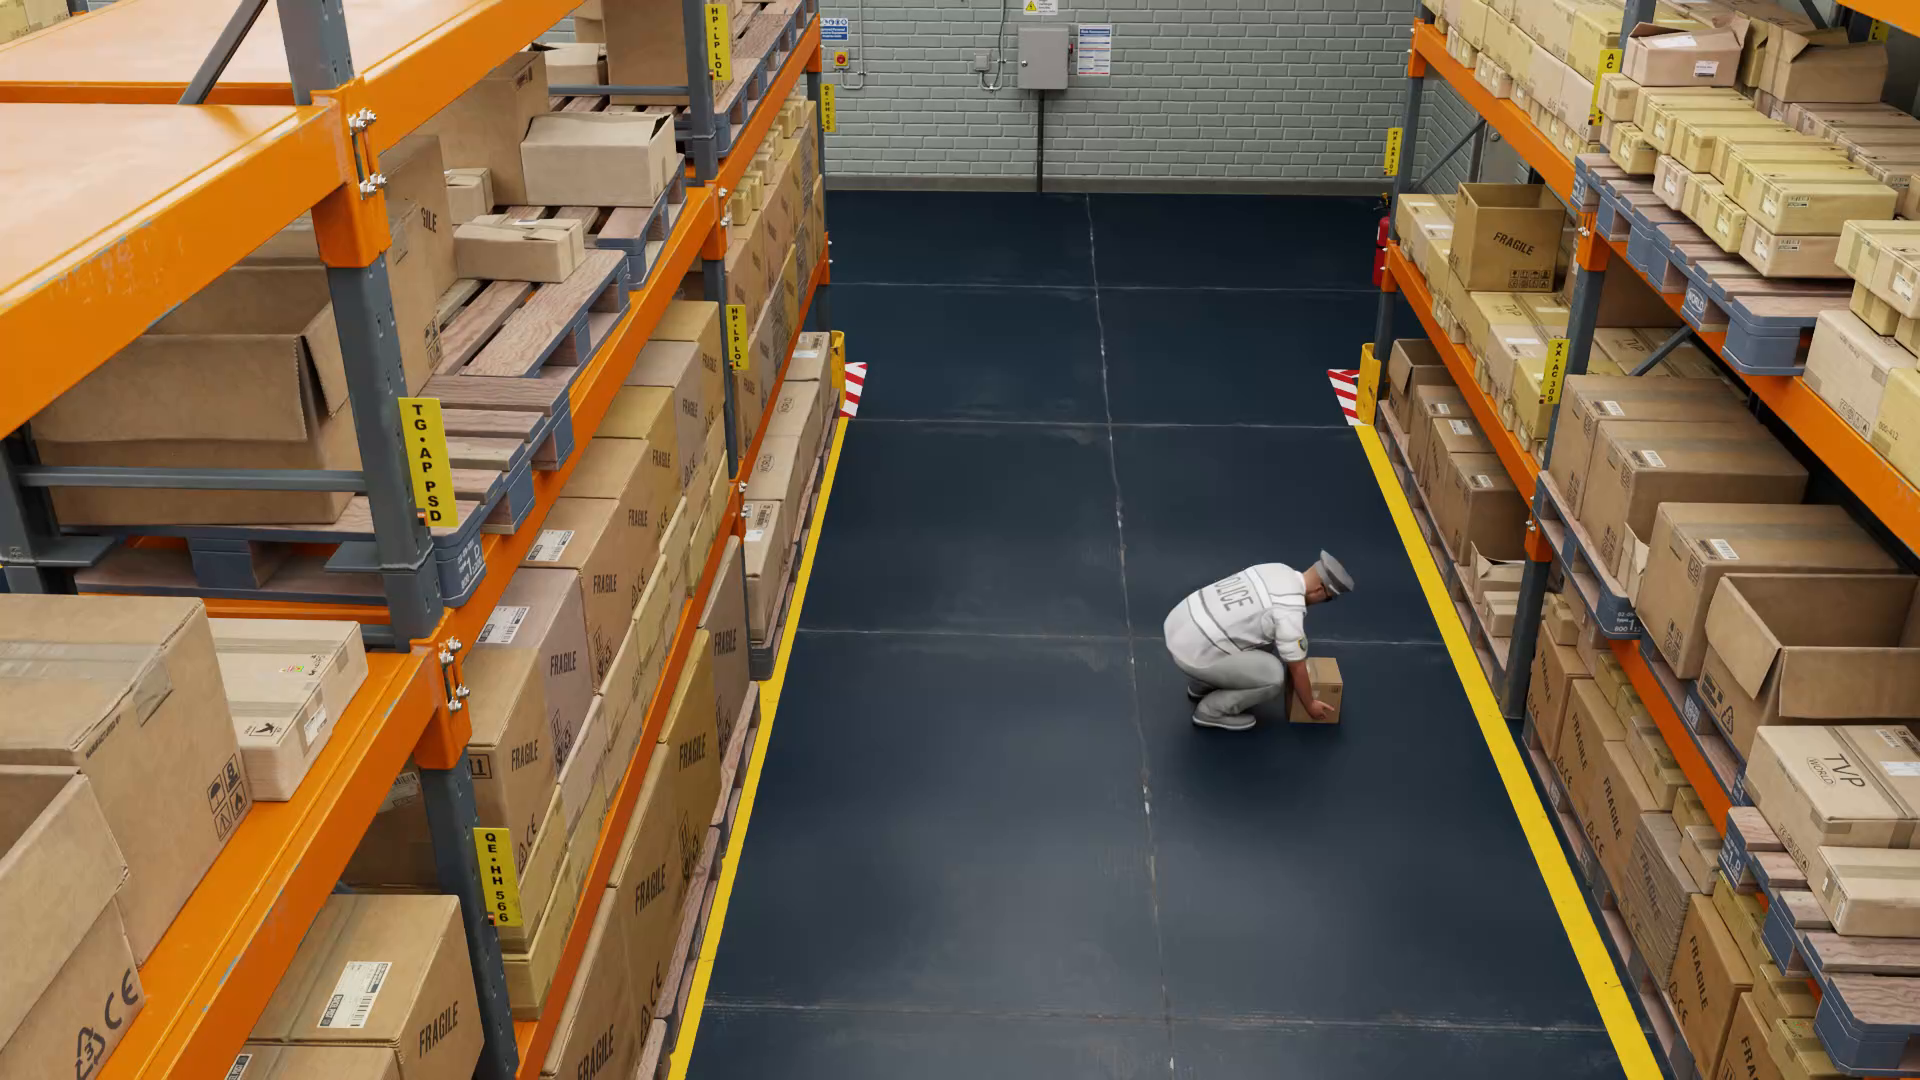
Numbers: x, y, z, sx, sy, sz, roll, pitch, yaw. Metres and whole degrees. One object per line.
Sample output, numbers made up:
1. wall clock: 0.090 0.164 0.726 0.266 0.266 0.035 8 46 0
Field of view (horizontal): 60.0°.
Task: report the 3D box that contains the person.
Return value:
1. person: 1.535 0.498 8.593 0.955 0.902 0.558 1 28 2
